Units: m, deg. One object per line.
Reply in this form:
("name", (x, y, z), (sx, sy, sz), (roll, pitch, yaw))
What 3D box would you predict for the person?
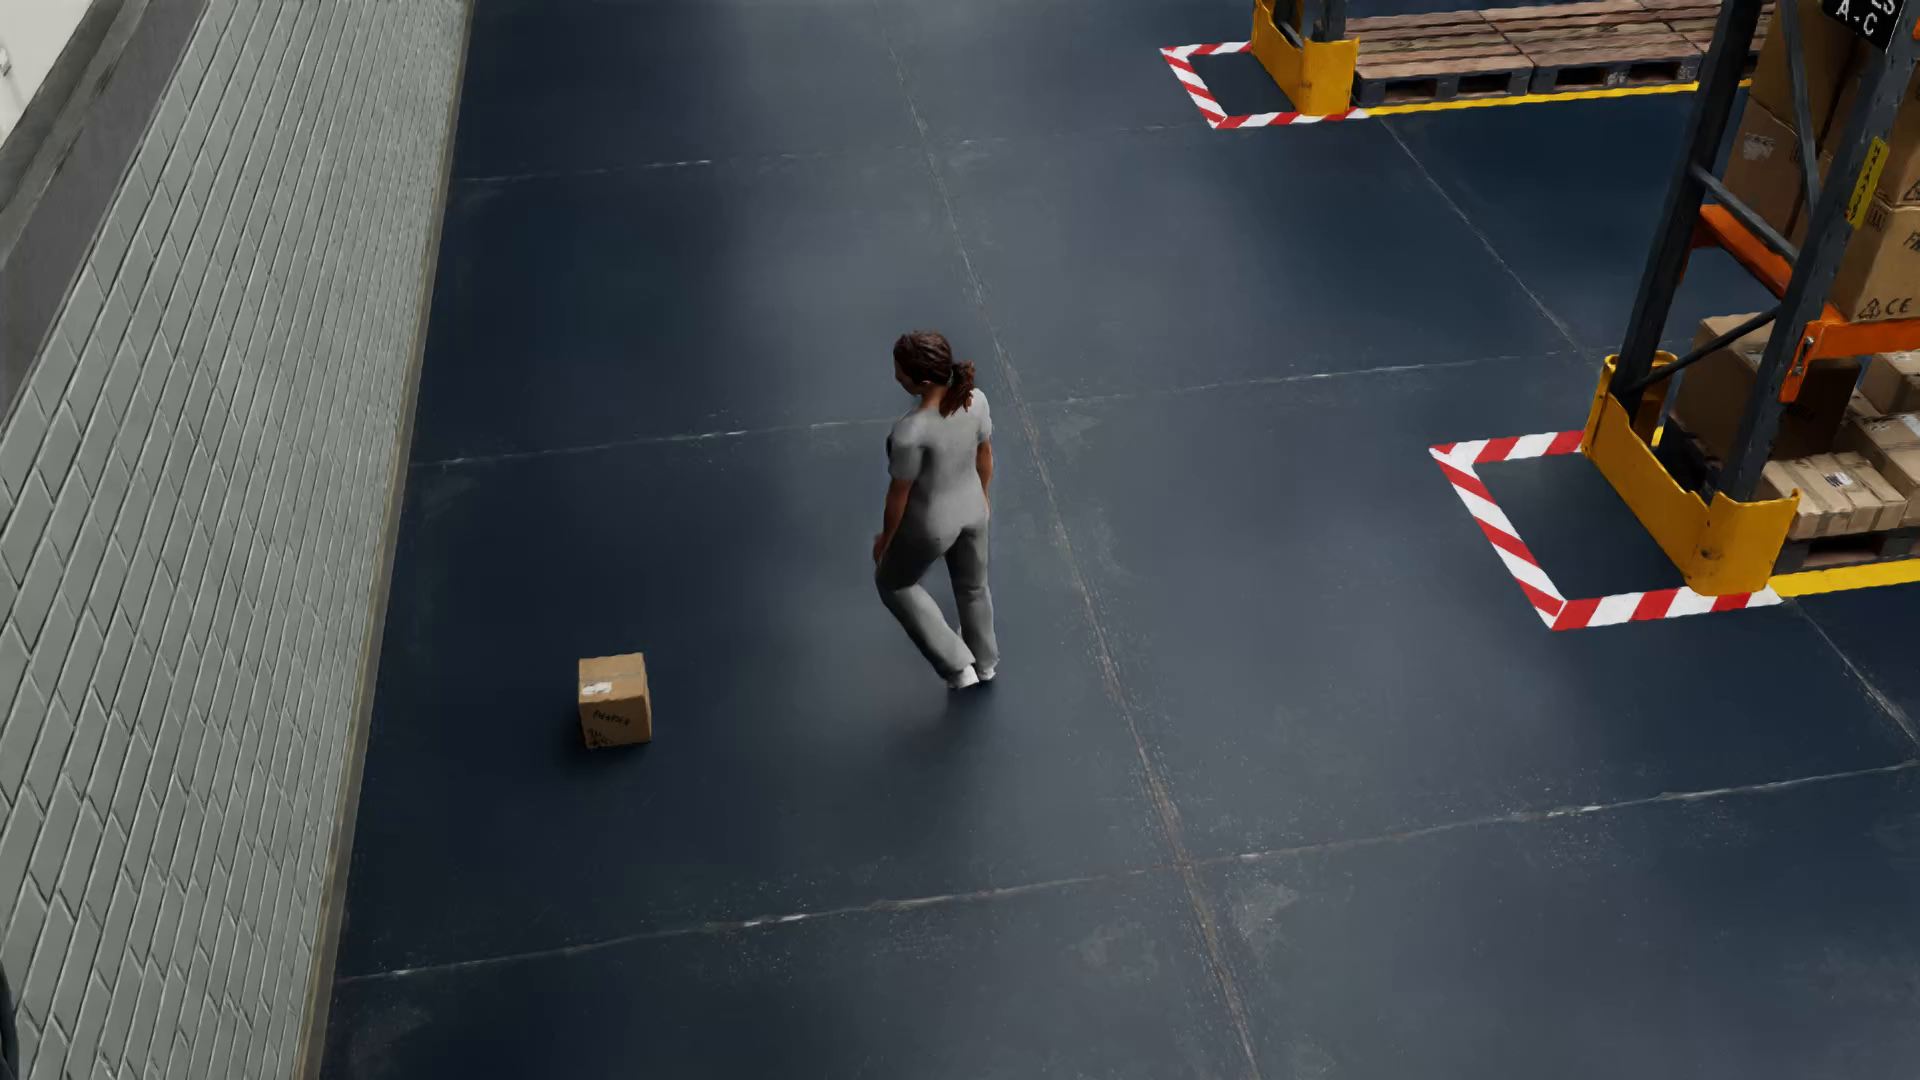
("person", (-0.046, -0.056, 6.210), (0.538, 1.660, 0.501), (-26, 45, -29))
